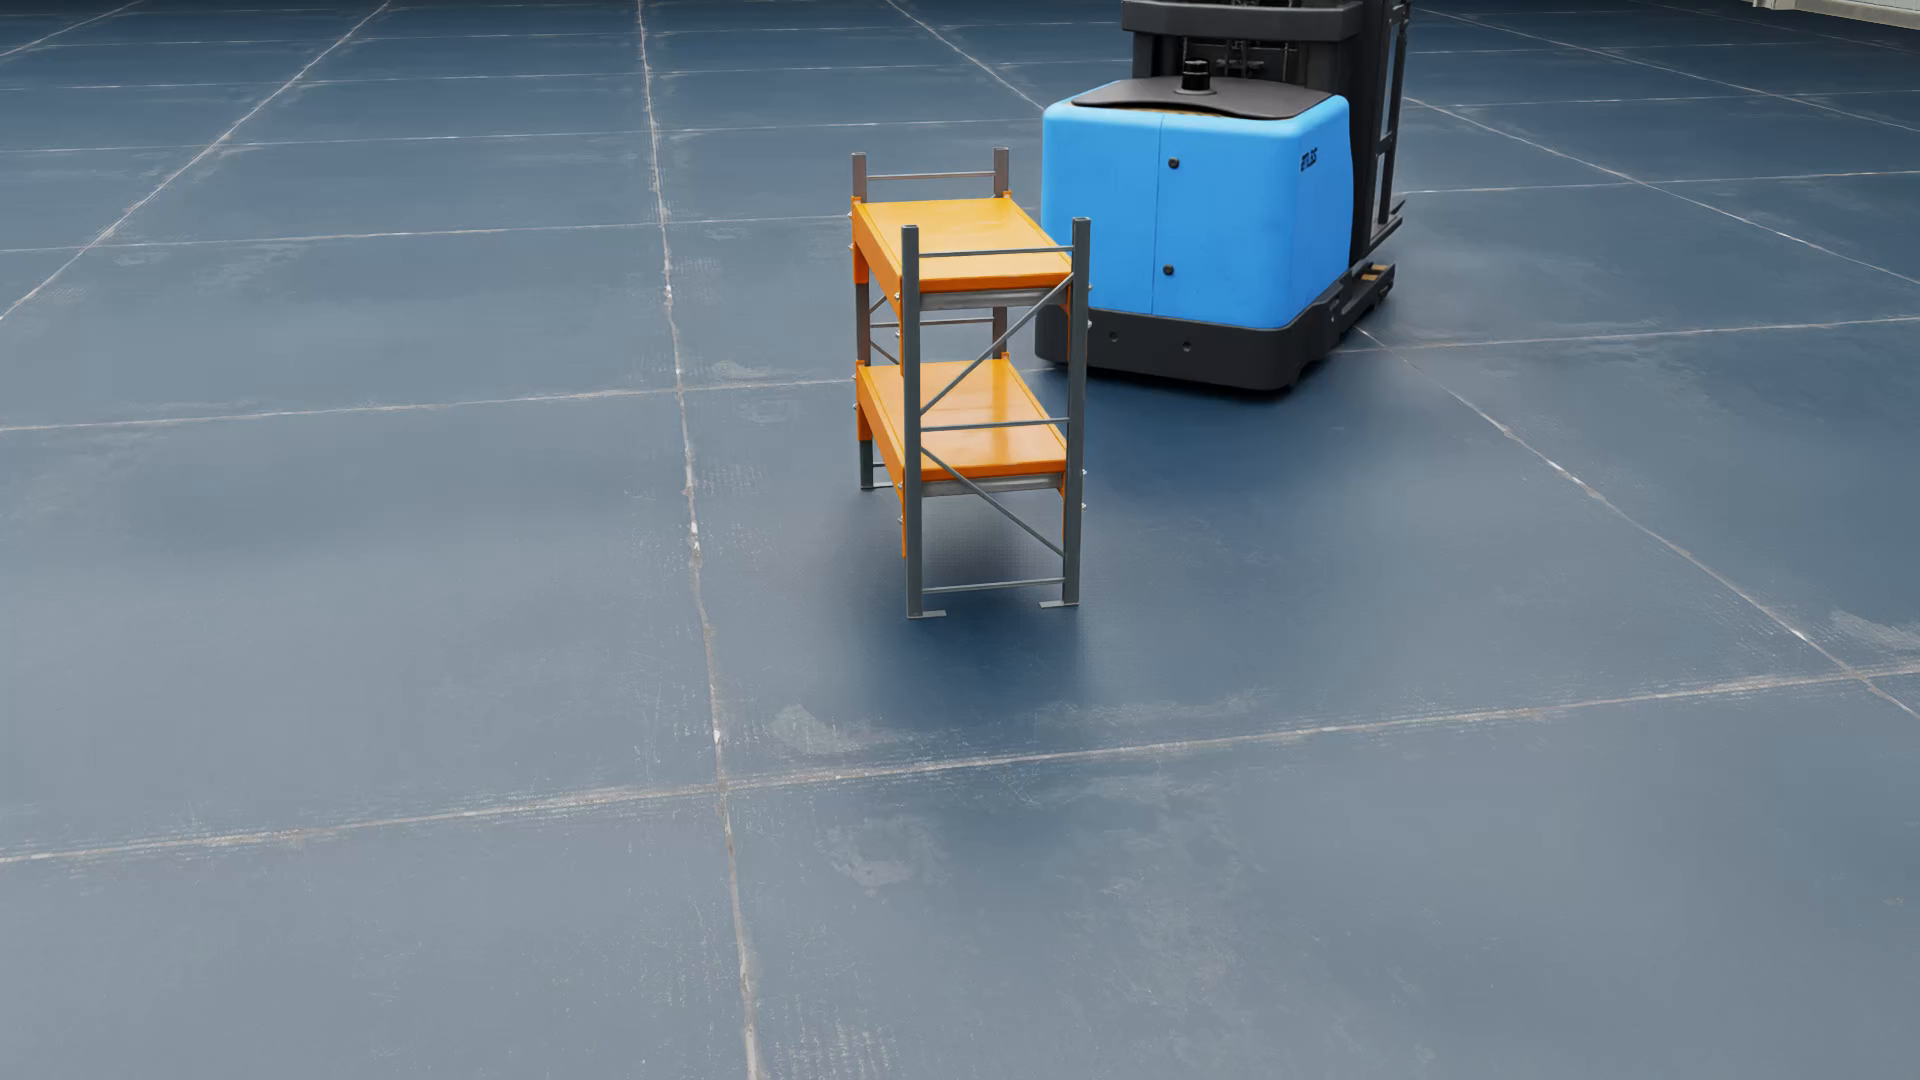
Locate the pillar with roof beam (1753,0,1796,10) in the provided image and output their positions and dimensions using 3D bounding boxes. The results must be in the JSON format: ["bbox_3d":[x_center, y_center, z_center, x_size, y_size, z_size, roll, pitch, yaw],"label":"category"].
[{"bbox_3d":[5.395,-10.096,17.123,9.100,9.000,0.400,-4,24,-10],"label":"pillar with roof beam"}]

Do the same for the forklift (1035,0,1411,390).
[{"bbox_3d":[1.403,-2.474,7.254,1.130,2.935,3.031,11,26,24],"label":"forklift"}]

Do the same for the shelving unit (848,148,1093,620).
[{"bbox_3d":[0.001,-0.513,5.019,0.538,1.125,1.048,-4,24,-10],"label":"shelving unit"}]

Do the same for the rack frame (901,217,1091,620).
[{"bbox_3d":[0.095,-0.313,4.561,0.500,1.125,0.032,-4,24,-10],"label":"rack frame"}]

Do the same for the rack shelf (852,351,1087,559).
[{"bbox_3d":[0.001,-0.289,5.117,0.538,0.278,1.000,-4,24,-10],"label":"rack shelf"}]

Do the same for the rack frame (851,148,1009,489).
[{"bbox_3d":[-0.093,-0.713,5.477,0.500,1.125,0.032,-4,24,-10],"label":"rack frame"}]

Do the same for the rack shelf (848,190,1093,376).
[{"bbox_3d":[0.001,-0.781,4.902,0.538,0.278,1.000,-4,24,-10],"label":"rack shelf"}]
